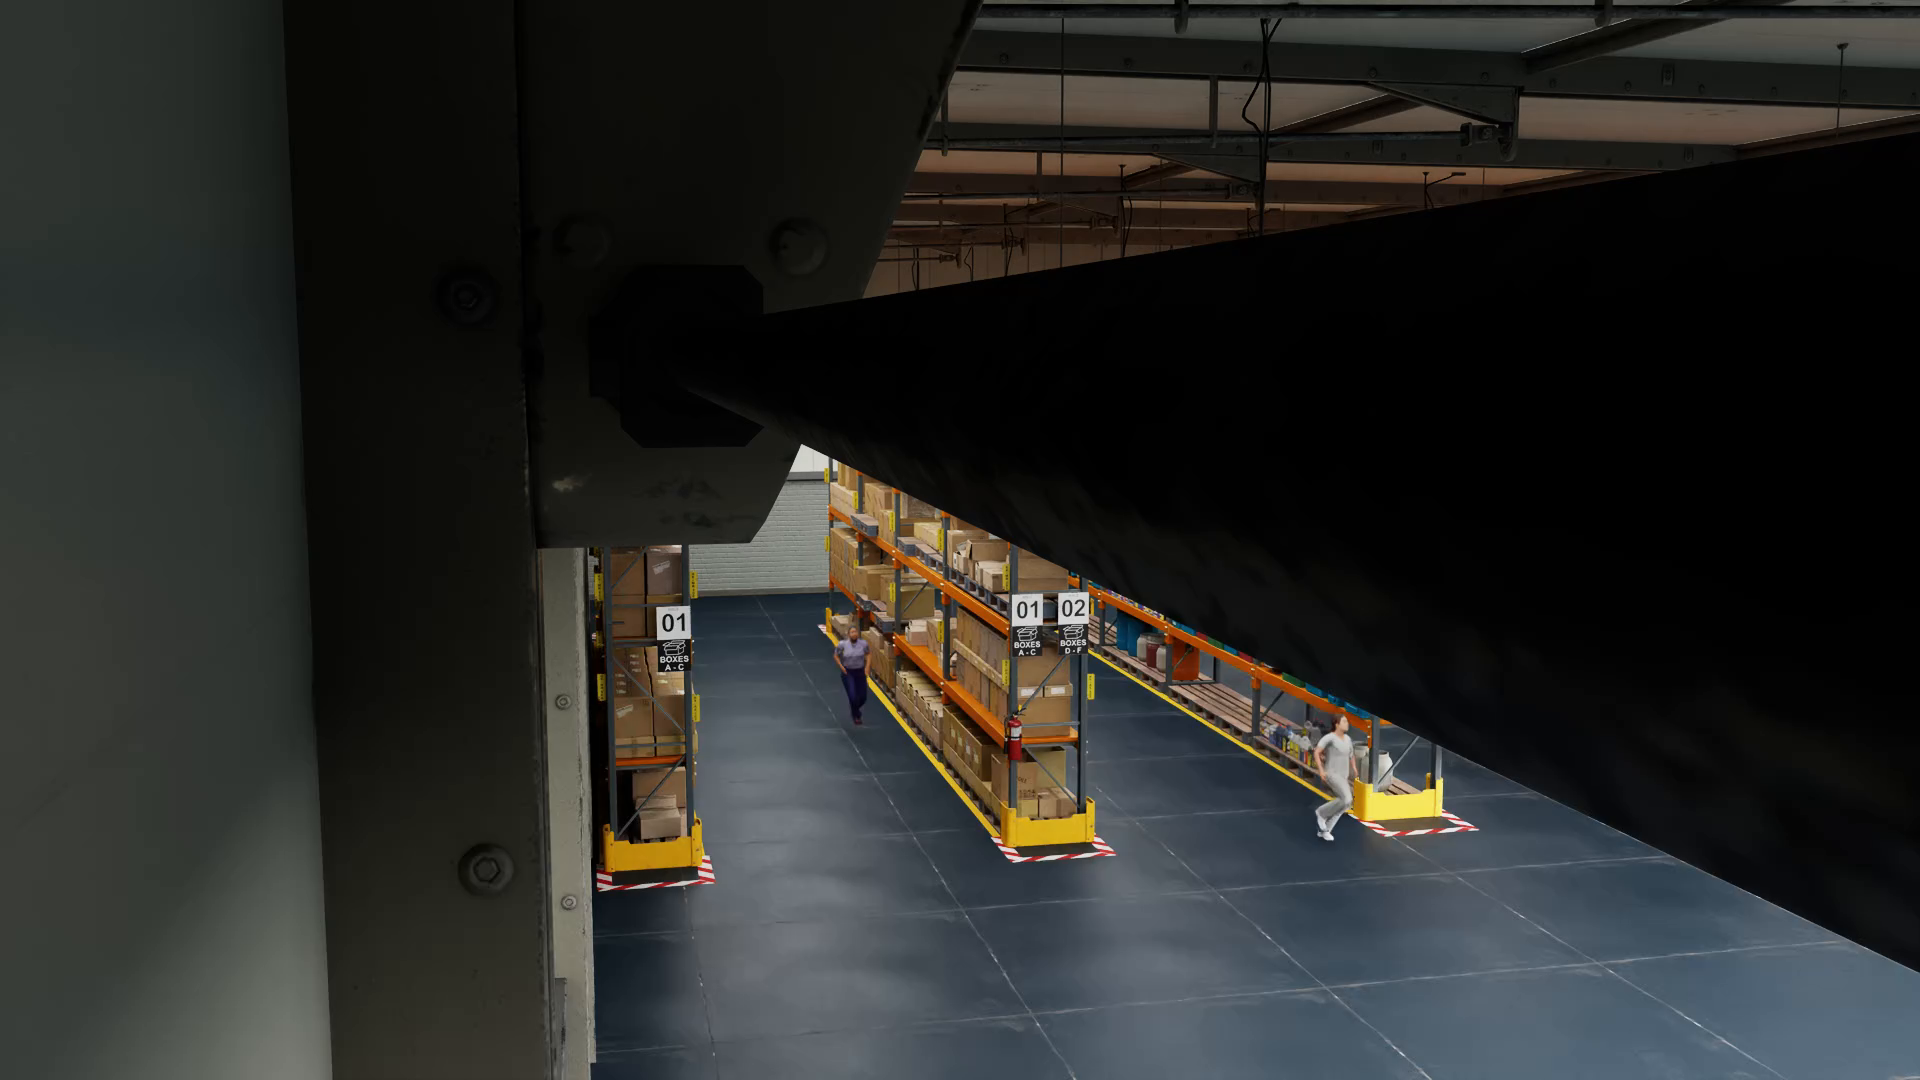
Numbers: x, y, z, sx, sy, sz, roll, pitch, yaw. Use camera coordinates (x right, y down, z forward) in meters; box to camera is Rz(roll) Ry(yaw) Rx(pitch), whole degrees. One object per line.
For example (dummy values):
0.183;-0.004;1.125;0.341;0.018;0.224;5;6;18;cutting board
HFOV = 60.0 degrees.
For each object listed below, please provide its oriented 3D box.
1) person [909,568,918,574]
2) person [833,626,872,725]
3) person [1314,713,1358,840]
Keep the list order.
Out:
-1.102;1.101;37.328;0.744;1.606;0.602;3;7;24;person
-1.699;2.233;26.539;0.624;1.408;0.538;-2;7;-13;person
4.882;3.026;21.238;0.600;1.576;0.542;-5;8;-34;person
